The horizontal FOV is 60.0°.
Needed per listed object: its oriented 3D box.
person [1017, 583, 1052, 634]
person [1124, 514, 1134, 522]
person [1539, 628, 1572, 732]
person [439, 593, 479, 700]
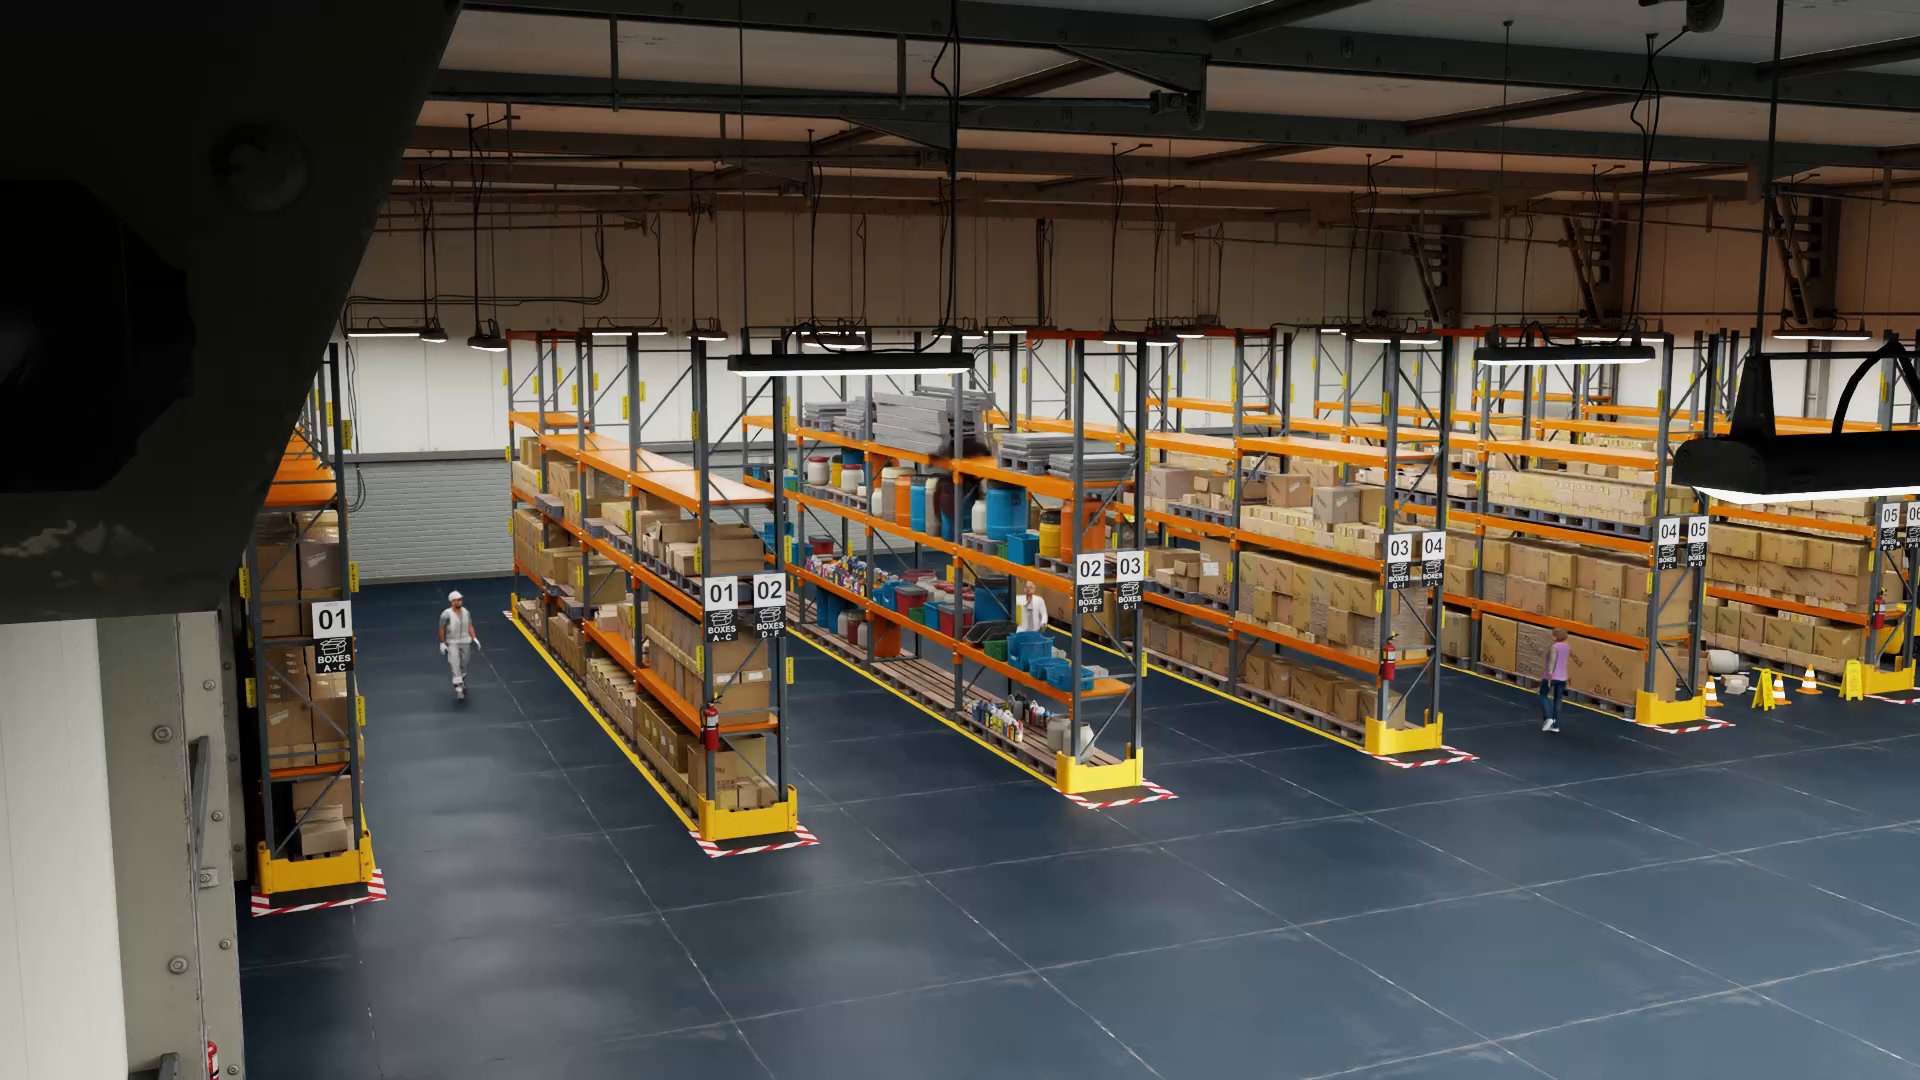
[{"bbox_3d":[1.247,1.601,28.562,0.611,1.740,1.108,-3,8,-22],"label":"person"},{"bbox_3d":[4.405,-0.404,43.364,0.631,1.731,0.966,2,8,15],"label":"person"},{"bbox_3d":[9.043,2.127,25.213,0.393,1.636,0.419,2,8,11],"label":"person"},{"bbox_3d":[-8.272,1.745,27.471,0.628,1.756,0.962,-4,9,-25],"label":"person"}]
